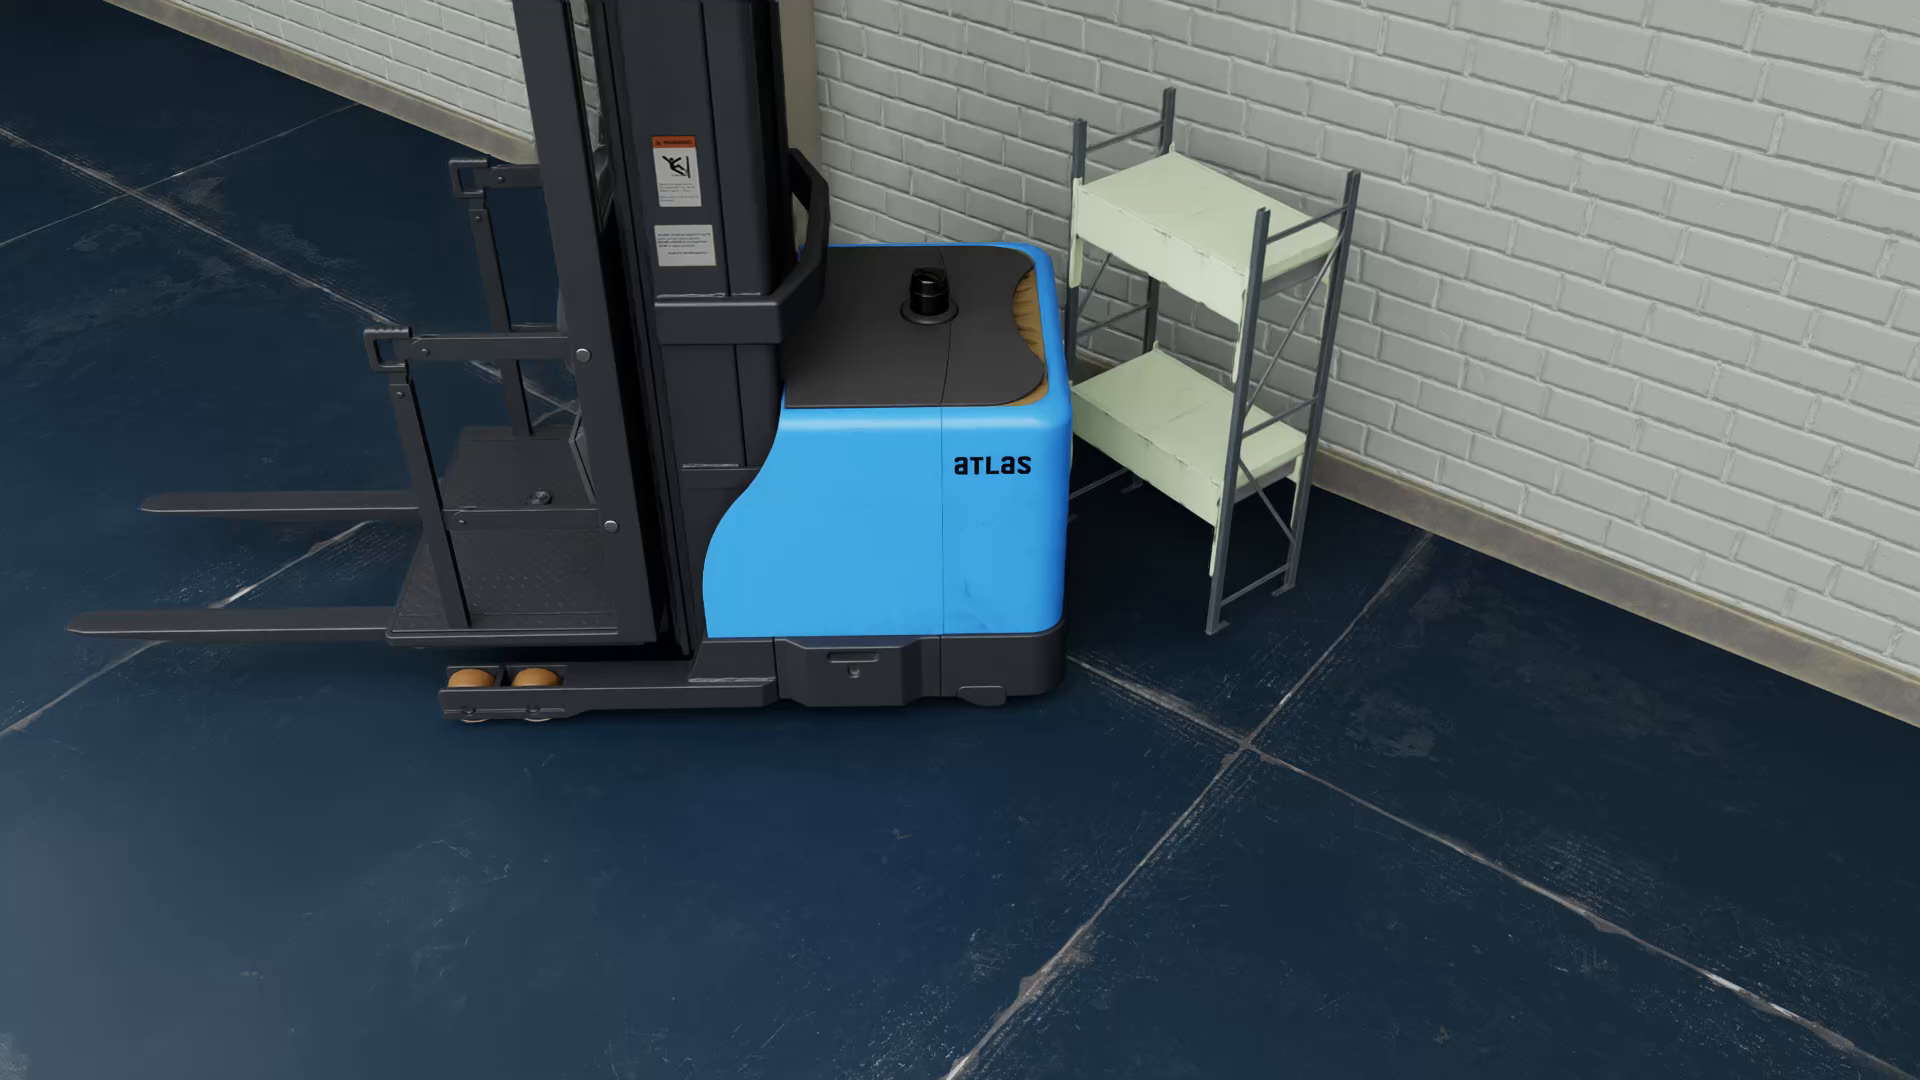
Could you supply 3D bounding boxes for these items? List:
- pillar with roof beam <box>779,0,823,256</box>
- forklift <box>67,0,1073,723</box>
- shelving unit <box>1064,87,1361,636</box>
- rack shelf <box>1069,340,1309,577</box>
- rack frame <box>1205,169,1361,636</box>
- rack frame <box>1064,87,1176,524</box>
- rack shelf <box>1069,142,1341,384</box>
[{"bbox_3d":[-3.426,-2.527,1.678,0.400,9.000,9.100,25,45,29],"label":"pillar with roof beam"},{"bbox_3d":[-1.204,-0.931,4.562,3.031,2.935,1.130,-1,38,-1],"label":"forklift"},{"bbox_3d":[0.726,-0.539,5.221,0.431,1.500,0.755,-26,45,-29],"label":"shelving unit"},{"bbox_3d":[0.726,-0.282,5.422,0.431,0.370,0.720,-26,45,-29],"label":"rack shelf"},{"bbox_3d":[0.954,-0.362,4.996,0.400,1.500,0.023,-26,45,-29],"label":"rack frame"},{"bbox_3d":[0.498,-0.715,5.446,0.400,1.500,0.023,-26,45,-29],"label":"rack frame"},{"bbox_3d":[0.726,-0.846,4.981,0.431,0.370,0.720,-26,45,-29],"label":"rack shelf"}]
